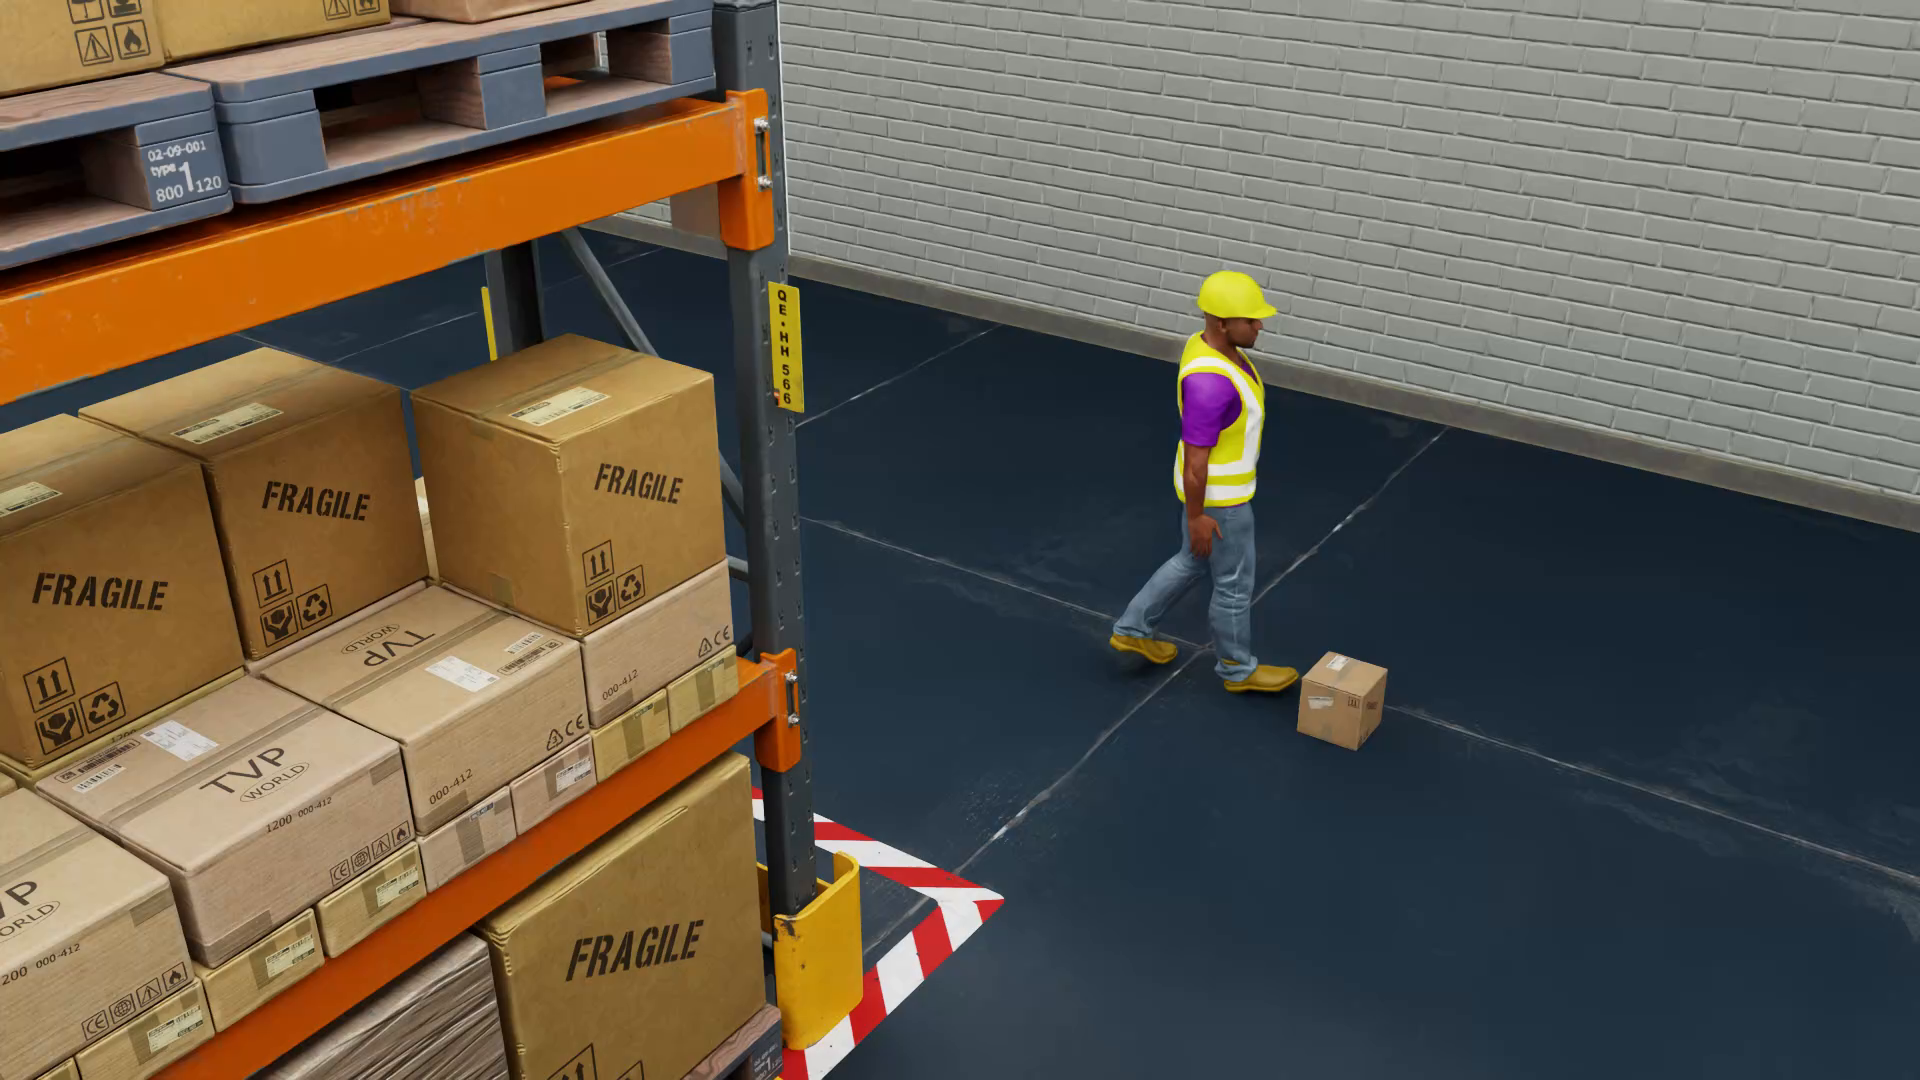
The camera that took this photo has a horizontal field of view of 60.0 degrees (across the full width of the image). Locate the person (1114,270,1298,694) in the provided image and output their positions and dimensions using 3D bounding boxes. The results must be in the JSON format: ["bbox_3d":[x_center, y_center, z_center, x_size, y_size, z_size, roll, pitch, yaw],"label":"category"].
[{"bbox_3d":[1.009,-0.201,6.489,0.752,1.771,0.589,3,27,5],"label":"person"}]
